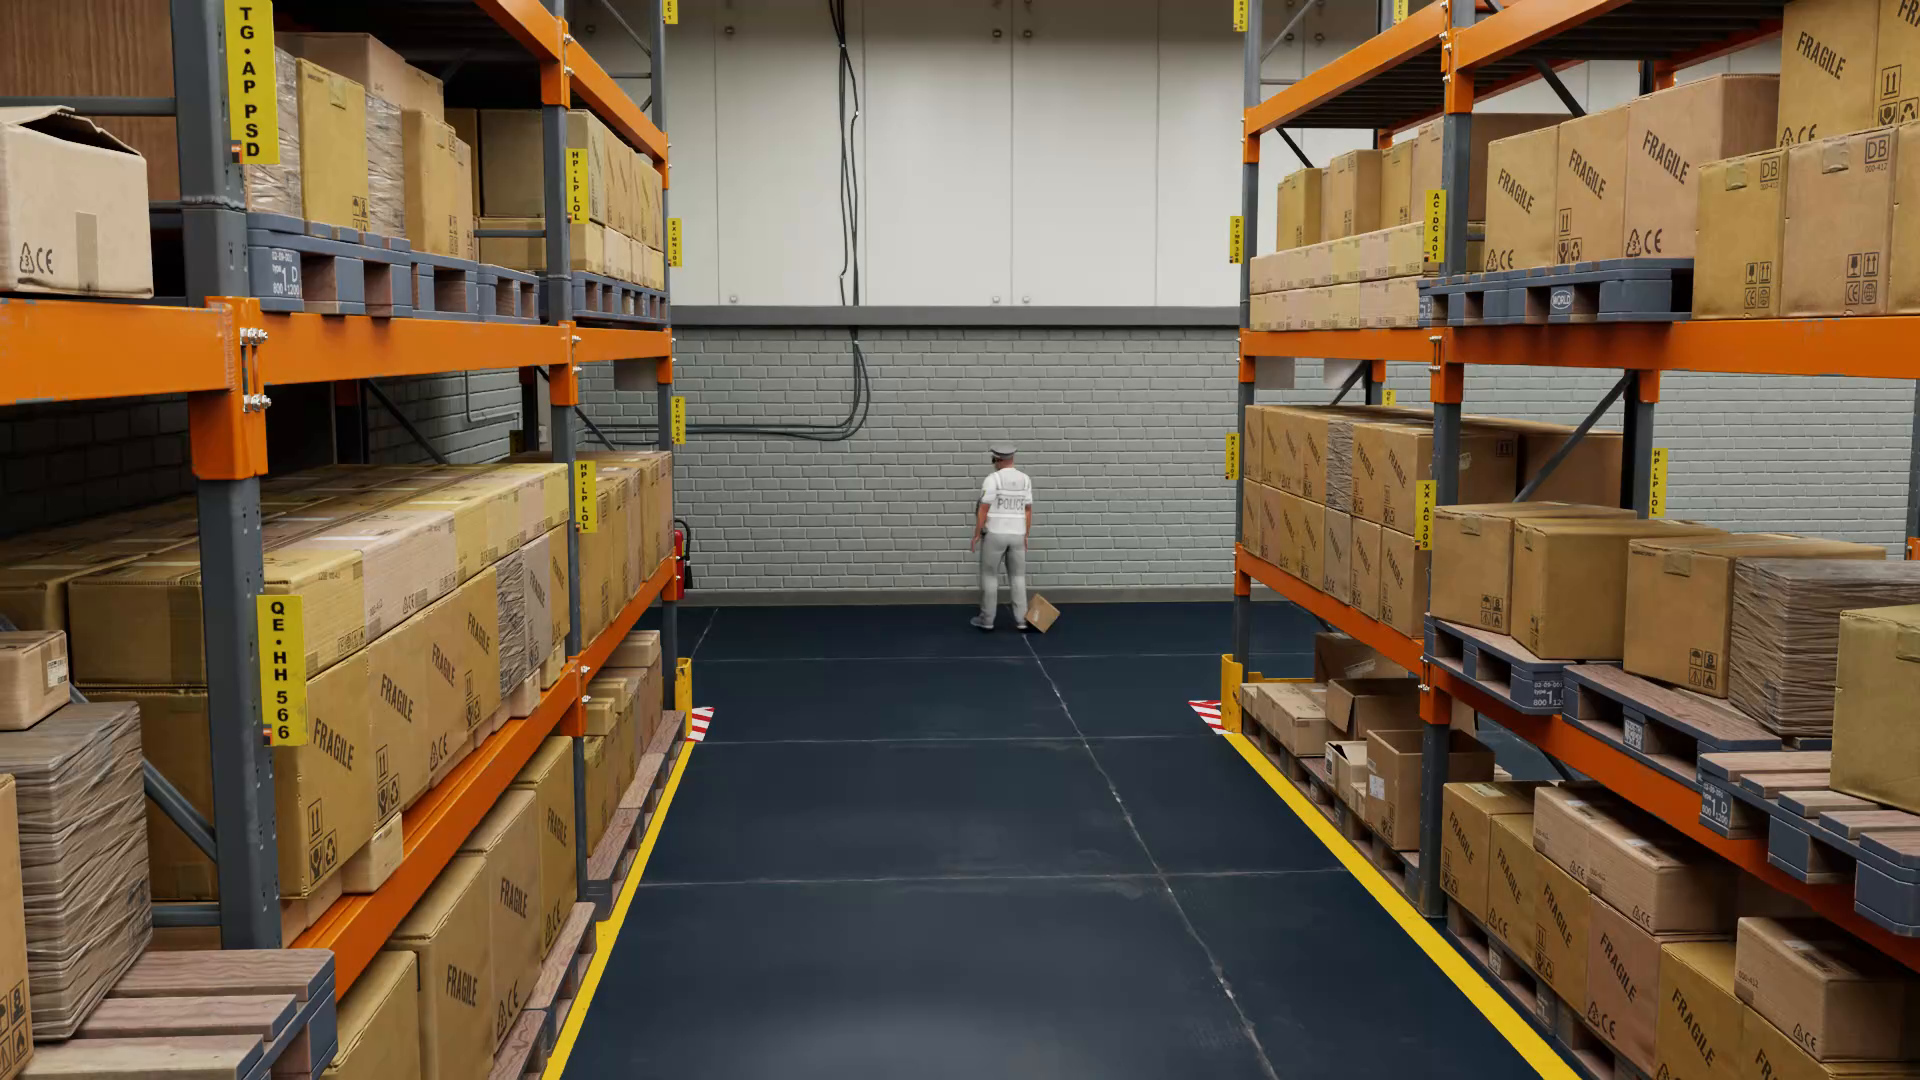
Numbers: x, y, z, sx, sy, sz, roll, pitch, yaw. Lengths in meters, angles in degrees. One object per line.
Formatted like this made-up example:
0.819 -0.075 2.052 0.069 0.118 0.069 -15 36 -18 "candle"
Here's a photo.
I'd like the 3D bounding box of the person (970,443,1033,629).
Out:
0.393 -0.032 15.736 0.619 1.768 0.482 -4 8 -29 "person"
